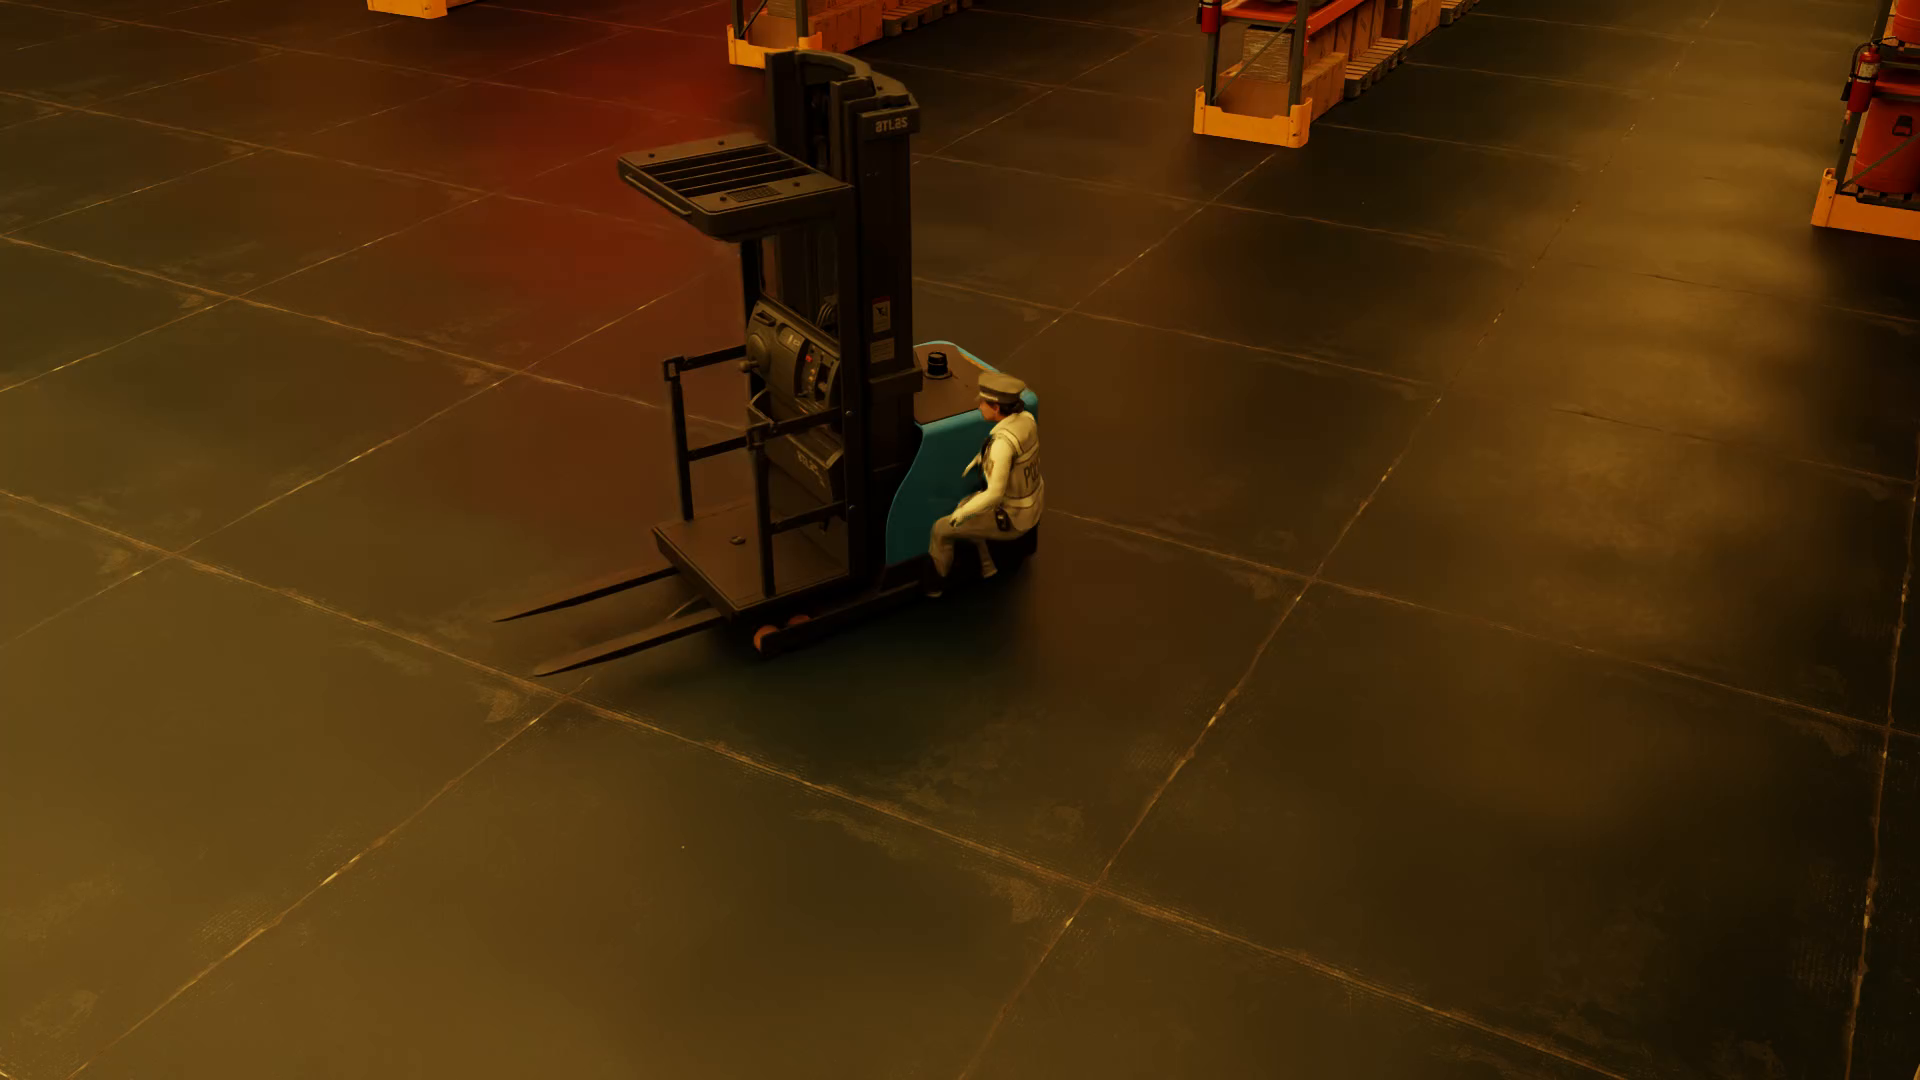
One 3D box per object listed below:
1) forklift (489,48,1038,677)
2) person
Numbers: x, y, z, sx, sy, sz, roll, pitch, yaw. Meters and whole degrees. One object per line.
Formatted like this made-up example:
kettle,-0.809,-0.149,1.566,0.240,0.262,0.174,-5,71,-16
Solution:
forklift,-1.060,-0.947,8.712,3.031,2.935,1.130,-18,35,-28
person,0.038,-0.239,9.065,0.829,1.470,0.740,8,31,13
